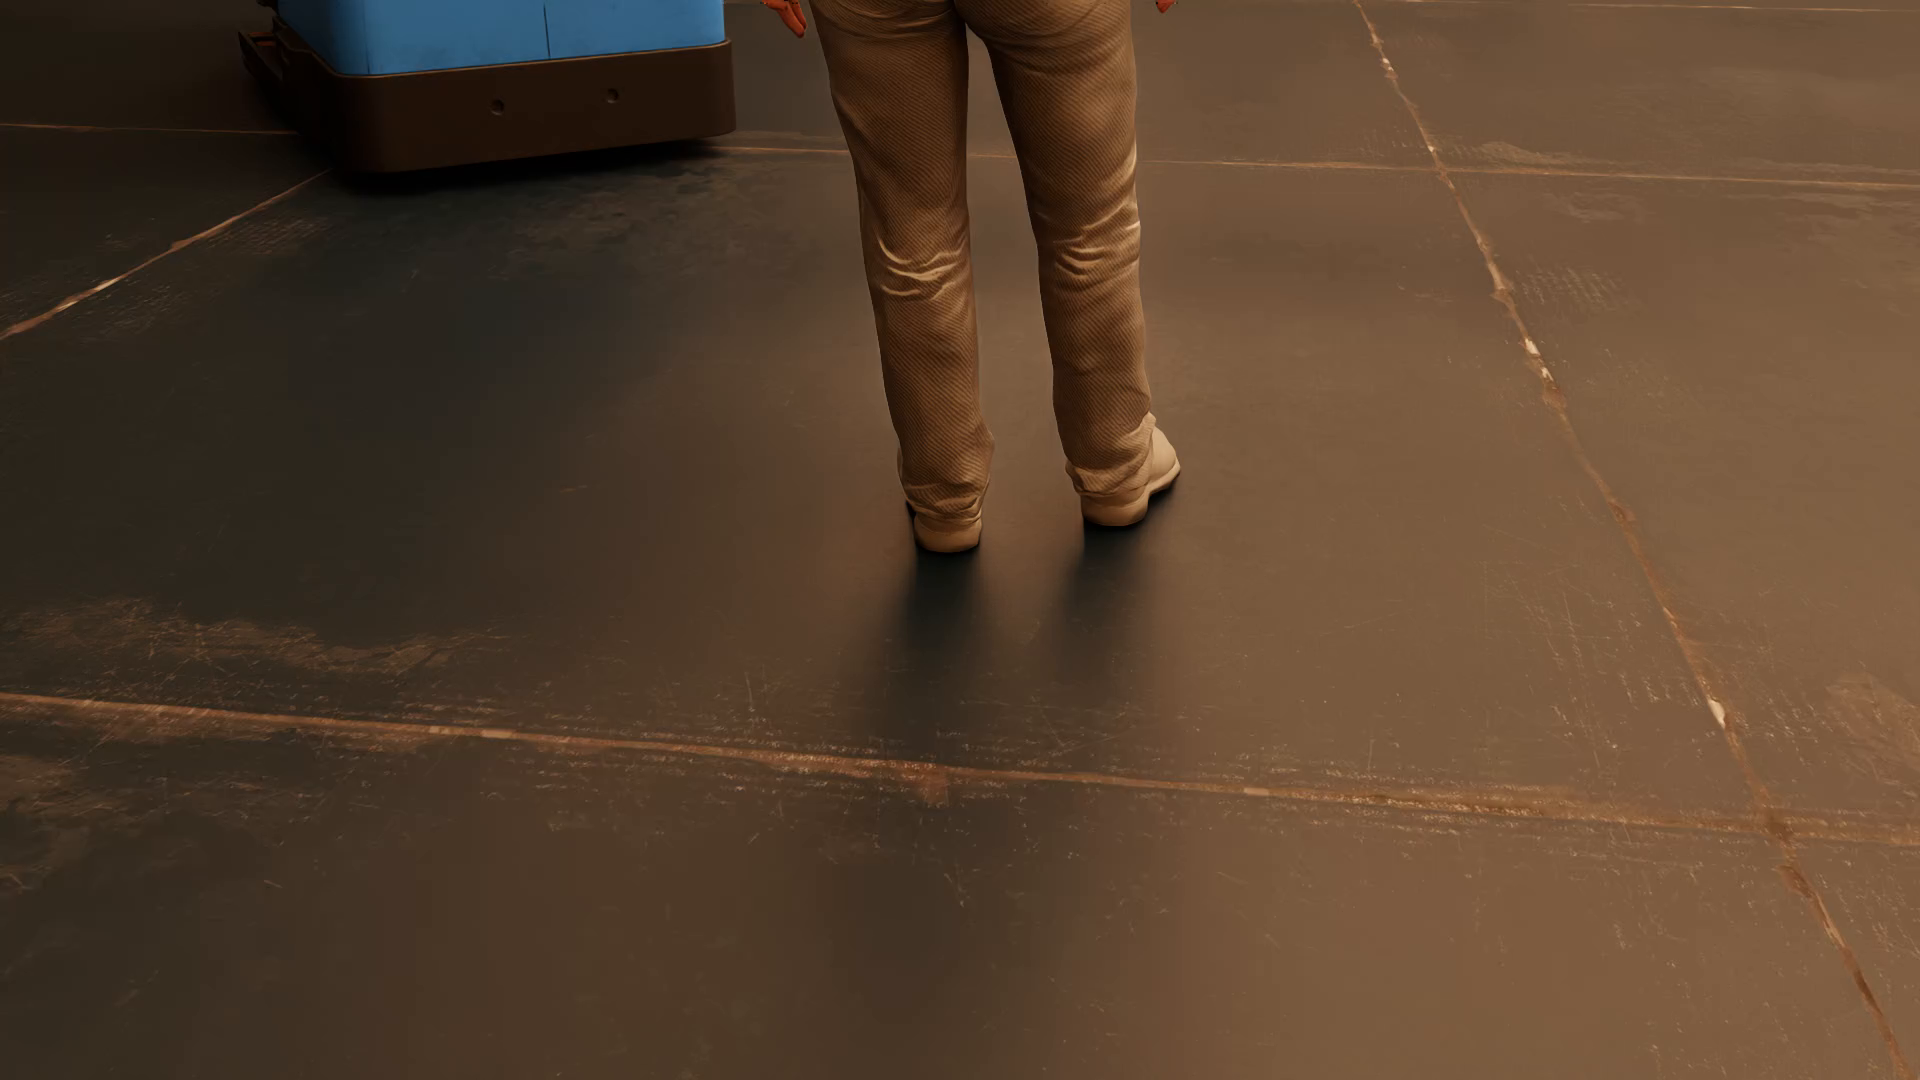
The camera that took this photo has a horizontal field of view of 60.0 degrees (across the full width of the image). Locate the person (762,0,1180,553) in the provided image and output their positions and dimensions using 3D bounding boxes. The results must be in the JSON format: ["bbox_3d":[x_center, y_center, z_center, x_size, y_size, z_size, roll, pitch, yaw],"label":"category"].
[{"bbox_3d":[0.016,-0.828,2.156,0.633,1.775,0.566,3,27,7],"label":"person"}]

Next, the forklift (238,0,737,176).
[{"bbox_3d":[-1.763,-2.858,4.947,1.130,2.935,3.031,-13,29,-25],"label":"forklift"}]
